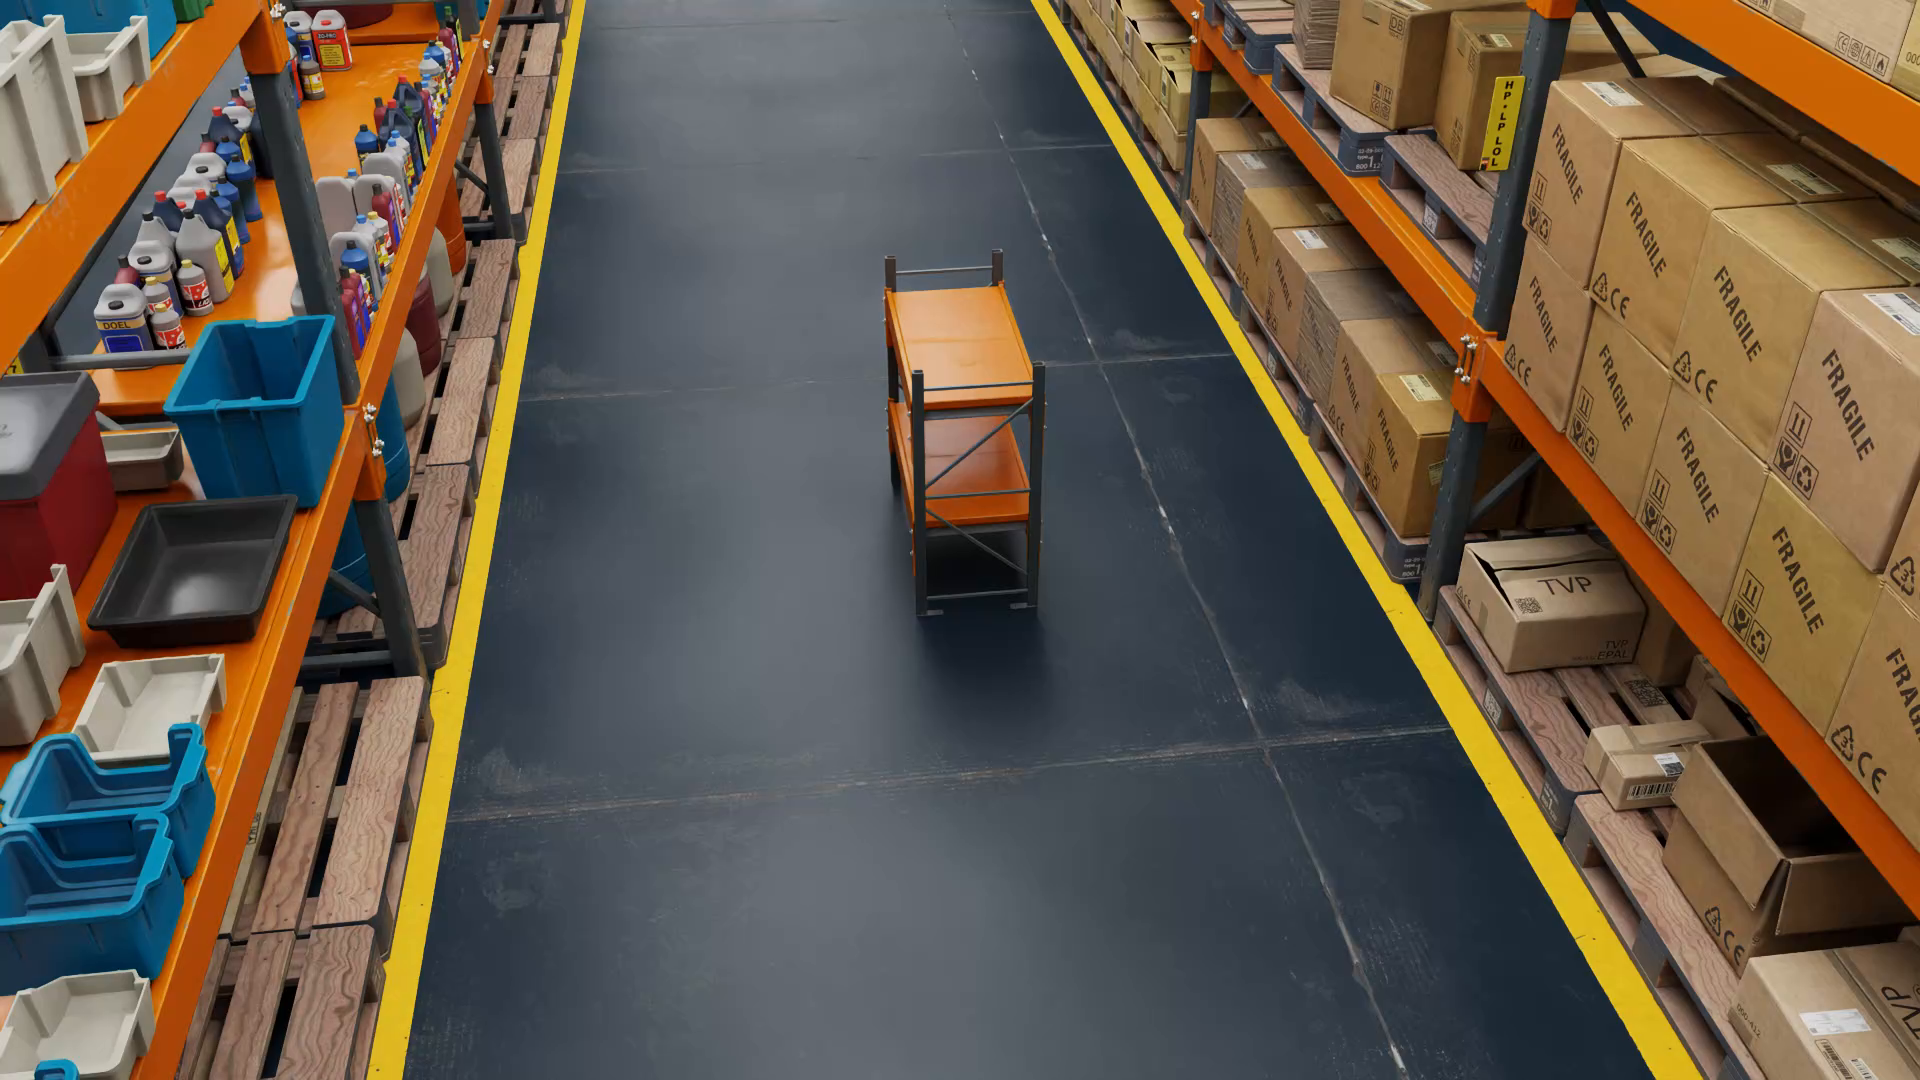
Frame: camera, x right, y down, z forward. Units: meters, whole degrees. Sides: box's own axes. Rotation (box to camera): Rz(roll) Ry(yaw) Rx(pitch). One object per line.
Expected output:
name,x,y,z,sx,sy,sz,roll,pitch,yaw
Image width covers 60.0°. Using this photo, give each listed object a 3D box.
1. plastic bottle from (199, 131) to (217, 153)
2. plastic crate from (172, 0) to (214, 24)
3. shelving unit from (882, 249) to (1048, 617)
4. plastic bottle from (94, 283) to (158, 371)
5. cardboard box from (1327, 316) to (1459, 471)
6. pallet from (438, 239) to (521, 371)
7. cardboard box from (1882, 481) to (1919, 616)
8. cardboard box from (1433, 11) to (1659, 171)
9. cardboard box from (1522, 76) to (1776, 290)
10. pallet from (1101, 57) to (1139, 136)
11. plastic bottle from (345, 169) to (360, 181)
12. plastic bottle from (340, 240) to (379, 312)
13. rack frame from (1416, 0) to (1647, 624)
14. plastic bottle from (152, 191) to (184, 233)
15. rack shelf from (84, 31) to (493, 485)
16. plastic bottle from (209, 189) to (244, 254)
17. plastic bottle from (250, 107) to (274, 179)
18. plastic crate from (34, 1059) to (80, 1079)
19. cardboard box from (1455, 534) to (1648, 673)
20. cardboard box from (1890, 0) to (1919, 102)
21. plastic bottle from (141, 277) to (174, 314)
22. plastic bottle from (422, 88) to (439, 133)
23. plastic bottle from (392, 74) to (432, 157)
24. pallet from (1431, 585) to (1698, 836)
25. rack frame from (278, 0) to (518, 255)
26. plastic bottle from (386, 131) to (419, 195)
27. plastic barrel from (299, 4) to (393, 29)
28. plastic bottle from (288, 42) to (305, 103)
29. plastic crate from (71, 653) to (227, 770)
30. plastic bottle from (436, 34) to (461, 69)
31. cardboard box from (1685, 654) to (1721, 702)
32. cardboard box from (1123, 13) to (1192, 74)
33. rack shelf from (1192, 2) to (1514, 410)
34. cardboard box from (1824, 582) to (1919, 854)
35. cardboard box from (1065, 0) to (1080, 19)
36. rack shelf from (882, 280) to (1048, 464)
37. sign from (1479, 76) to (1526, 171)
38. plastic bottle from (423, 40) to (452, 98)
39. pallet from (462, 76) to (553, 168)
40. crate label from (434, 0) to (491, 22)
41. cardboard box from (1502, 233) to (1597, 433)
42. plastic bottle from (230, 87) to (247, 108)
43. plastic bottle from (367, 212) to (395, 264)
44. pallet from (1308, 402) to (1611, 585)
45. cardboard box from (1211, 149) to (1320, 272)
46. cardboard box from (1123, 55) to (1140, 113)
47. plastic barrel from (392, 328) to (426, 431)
plastic bottle,-3.143,-1.560,6.980,0.061,0.283,0.133,-4,35,-6
plastic crate,-2.171,-1.536,4.365,0.450,0.188,0.662,-4,35,-6
shelving unit,0.001,-0.461,6.928,0.538,1.125,1.048,-4,35,-6
plastic bottle,-2.900,-0.742,5.785,0.152,0.276,0.135,-4,35,-6
cardboard box,1.973,-0.650,7.369,0.500,0.500,0.500,-4,35,-6
pallet,-2.918,-1.241,8.883,1.003,0.211,1.213,-4,35,-6
cardboard box,2.444,0.009,3.597,0.500,0.500,0.500,-3,34,-5
cardboard box,2.384,-1.846,6.833,0.700,0.500,0.500,1,34,1
cardboard box,2.166,-1.141,5.284,0.500,0.500,0.500,-4,34,-5
pallet,1.611,-3.192,11.747,1.003,0.211,1.213,-4,35,-6
plastic bottle,-2.489,-1.429,6.860,0.097,0.201,0.097,0,34,0
plastic bottle,-2.218,-0.973,6.129,0.097,0.271,0.097,0,34,0
rack frame,2.382,-0.971,6.011,1.000,3.000,0.127,-4,35,-6
plastic bottle,-3.000,-1.169,6.345,0.144,0.351,0.185,-4,35,-6
rack shelf,-2.796,-1.416,7.304,1.077,0.370,4.000,-4,35,-6
plastic bottle,-2.896,-1.245,6.528,0.097,0.271,0.097,0,34,0
plastic bottle,-2.991,-1.767,7.223,0.144,0.351,0.185,-4,35,-6
plastic crate,-1.785,1.149,2.996,0.416,0.233,0.300,-4,35,-6
cardboard box,2.224,0.209,6.276,0.500,0.311,0.500,-4,35,-6
cardboard box,2.402,-1.021,3.554,0.500,0.250,0.500,-4,35,-6
plastic bottle,-2.901,-0.853,6.014,0.097,0.201,0.097,0,34,0
plastic bottle,-2.468,-1.979,7.667,0.097,0.201,0.097,0,34,0
plastic bottle,-2.454,-1.886,7.398,0.144,0.351,0.185,-4,35,-6
pallet,2.473,0.565,6.234,1.003,0.211,1.213,-4,35,-6
rack frame,-3.065,-2.830,8.739,1.000,3.000,0.127,-4,35,-6
plastic bottle,-2.369,-1.599,7.047,0.097,0.271,0.097,0,34,0
plastic barrel,-3.428,-3.122,9.047,0.600,0.536,0.708,-4,35,-6
plastic bottle,-3.265,-2.254,8.005,0.152,0.276,0.135,-4,35,-6
plastic crate,-1.995,0.435,4.128,0.293,0.136,0.466,-4,35,-6
plastic bottle,-2.590,-2.489,8.414,0.097,0.201,0.097,0,34,0
cardboard box,2.849,0.527,5.954,0.380,0.149,0.250,-4,35,-6
cardboard box,1.388,-3.317,11.024,0.500,0.311,0.500,-5,35,-7
rack shelf,2.113,-1.790,7.851,1.077,0.370,4.000,-4,35,-6
cardboard box,2.455,0.423,3.877,0.500,0.500,0.500,-4,34,-6
cardboard box,1.115,-4.228,12.860,0.500,0.250,0.500,-5,35,-8
rack shelf,0.001,-0.703,6.763,0.538,0.278,1.000,-4,35,-6
sign,1.832,-1.405,5.620,0.100,0.325,0.005,-4,35,-6
plastic bottle,-2.533,-2.280,8.046,0.097,0.271,0.097,0,34,0
pallet,-3.292,-2.792,11.160,1.003,0.211,1.213,-4,35,-6
crate label,-2.750,-3.024,9.173,0.303,0.233,0.416,-4,35,-6
cardboard box,2.180,-0.707,5.535,0.500,0.500,0.500,-4,34,-5
plastic bottle,-3.217,-1.867,7.430,0.061,0.283,0.133,-4,35,-6
plastic bottle,-2.276,-1.182,6.498,0.097,0.201,0.097,0,34,0
pallet,2.235,-0.269,7.458,1.003,0.211,1.213,-4,35,-6
cardboard box,1.698,-1.784,9.034,0.500,0.500,0.500,-6,35,-8
cardboard box,1.394,-3.084,11.180,0.500,0.250,0.500,-4,34,-5
plastic barrel,-2.666,-0.765,7.545,0.421,0.512,0.421,0,34,0
